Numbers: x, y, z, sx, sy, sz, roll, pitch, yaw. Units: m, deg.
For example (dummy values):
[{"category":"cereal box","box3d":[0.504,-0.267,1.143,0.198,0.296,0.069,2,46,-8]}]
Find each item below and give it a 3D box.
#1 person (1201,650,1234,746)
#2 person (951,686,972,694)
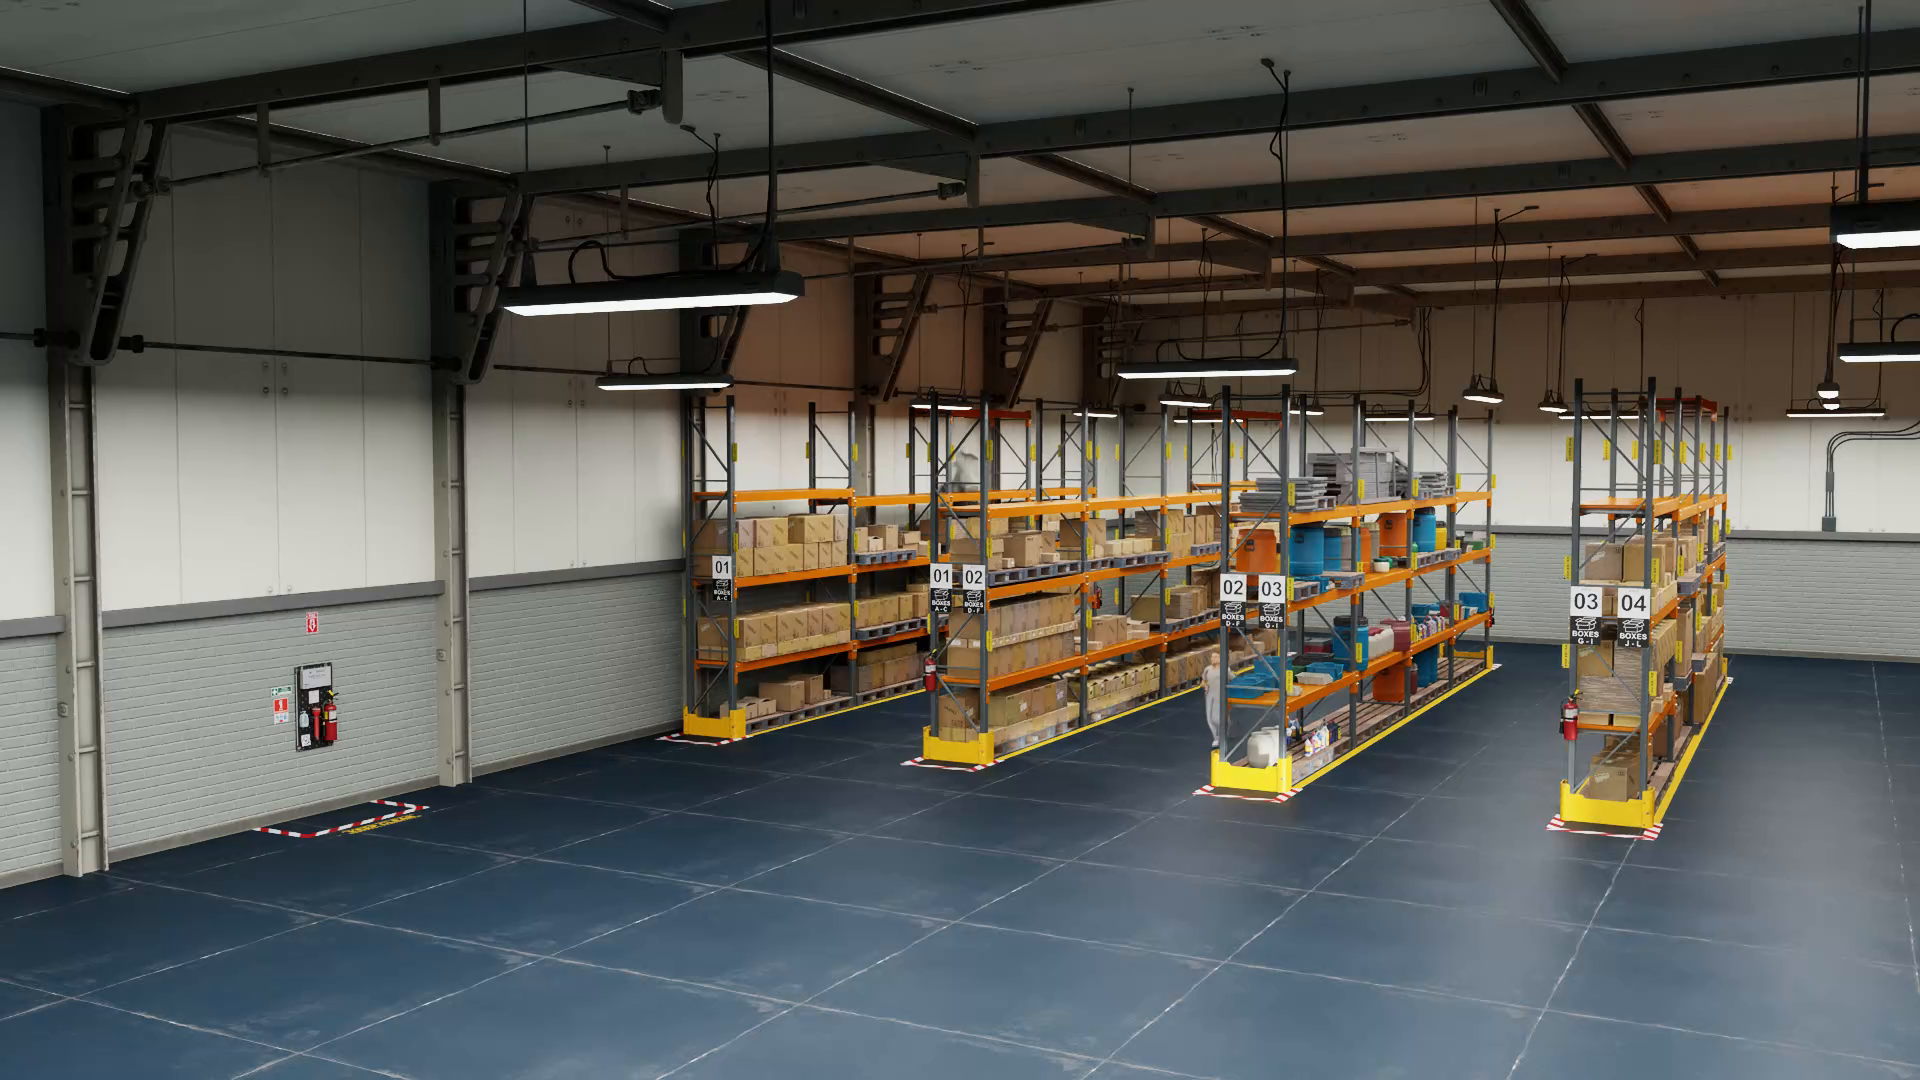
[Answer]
[{"category":"person","box3d":[4.338,2.693,28.245,0.550,1.633,0.571,2,4,33]},{"category":"person","box3d":[0.062,2.454,31.519,0.673,1.750,0.944,1,3,23]}]
